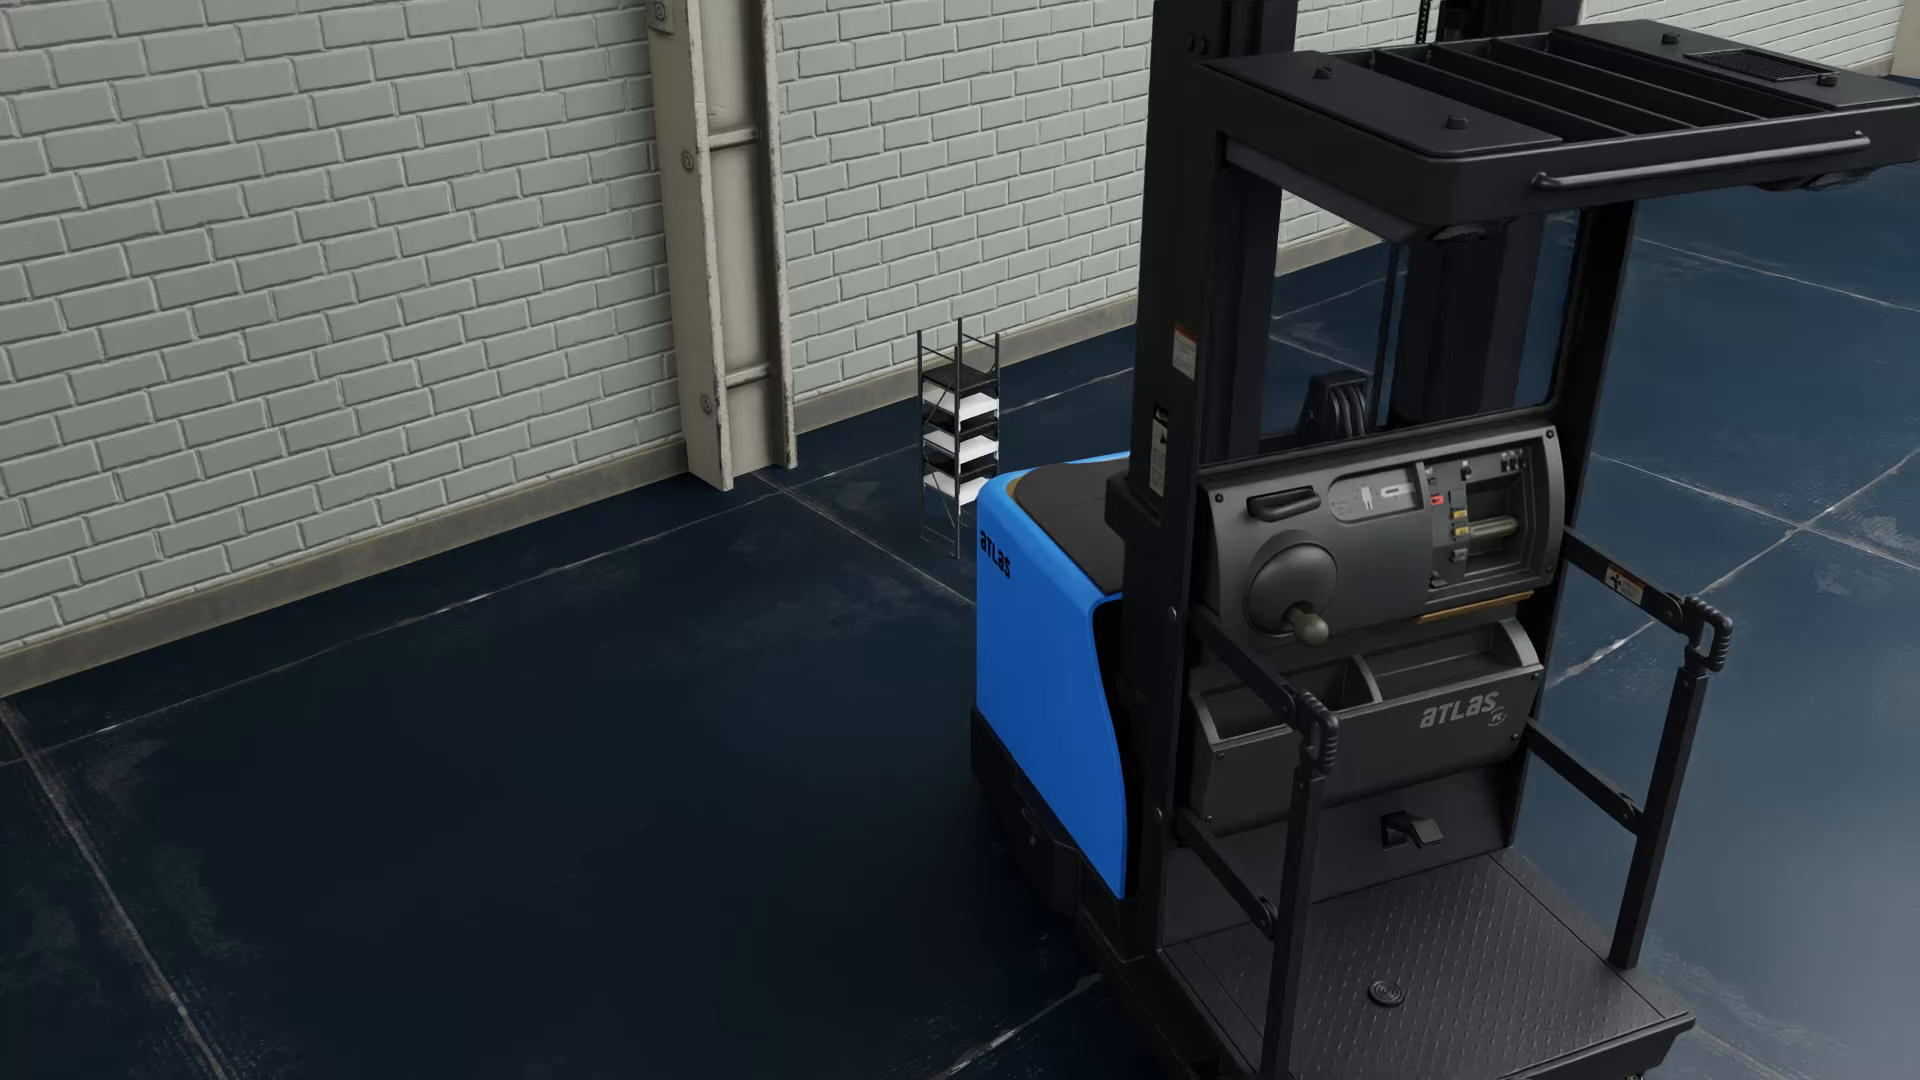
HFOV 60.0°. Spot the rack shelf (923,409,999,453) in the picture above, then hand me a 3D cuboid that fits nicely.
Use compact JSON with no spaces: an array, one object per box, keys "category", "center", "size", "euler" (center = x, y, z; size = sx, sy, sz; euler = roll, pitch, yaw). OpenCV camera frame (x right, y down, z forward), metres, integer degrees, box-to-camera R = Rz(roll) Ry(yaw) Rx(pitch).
[{"category":"rack shelf","center":[-0.006,-0.444,6.507],"size":[0.200,0.077,0.258],"euler":[-22,35,-35]}]

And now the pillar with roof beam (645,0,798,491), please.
[{"category":"pillar with roof beam","center":[1.828,-2.748,2.345],"size":[0.400,9.000,9.100],"euler":[-22,35,-35]}]

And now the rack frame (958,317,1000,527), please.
[{"category":"rack frame","center":[0.071,-0.425,6.591],"size":[0.006,0.900,0.240],"euler":[-22,35,-35]}]

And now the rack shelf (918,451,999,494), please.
[{"category":"rack shelf","center":[-0.006,-0.286,6.591],"size":[0.200,0.077,0.258],"euler":[-22,35,-35]}]

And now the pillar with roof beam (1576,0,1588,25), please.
[{"category":"pillar with roof beam","center":[6.393,-4.584,5.779],"size":[0.400,9.000,9.100],"euler":[-22,35,-35]}]

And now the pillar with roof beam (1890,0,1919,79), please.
[{"category":"pillar with roof beam","center":[10.957,-6.419,9.214],"size":[0.400,9.000,9.100],"euler":[-22,35,-35]}]

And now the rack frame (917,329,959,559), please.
[{"category":"rack frame","center":[-0.084,-0.363,6.475],"size":[0.006,0.900,0.240],"euler":[-22,35,-35]}]

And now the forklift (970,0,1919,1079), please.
[{"category":"forklift","center":[1.058,0.027,3.589],"size":[1.130,2.935,3.031],"euler":[-11,30,-19]}]

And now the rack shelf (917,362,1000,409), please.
[{"category":"rack shelf","center":[-0.006,-0.603,6.422],"size":[0.200,0.077,0.258],"euler":[-22,35,-35]}]

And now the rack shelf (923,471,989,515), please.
[{"category":"rack shelf","center":[-0.006,-0.206,6.634],"size":[0.200,0.077,0.258],"euler":[-22,35,-35]}]

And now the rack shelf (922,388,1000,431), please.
[{"category":"rack shelf","center":[-0.006,-0.524,6.464],"size":[0.200,0.077,0.258],"euler":[-22,35,-35]}]

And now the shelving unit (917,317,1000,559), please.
[{"category":"shelving unit","center":[-0.006,-0.394,6.533],"size":[0.210,0.900,0.258],"euler":[-22,35,-35]}]

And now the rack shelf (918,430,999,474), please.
[{"category":"rack shelf","center":[-0.006,-0.365,6.549],"size":[0.200,0.077,0.258],"euler":[-22,35,-35]}]
